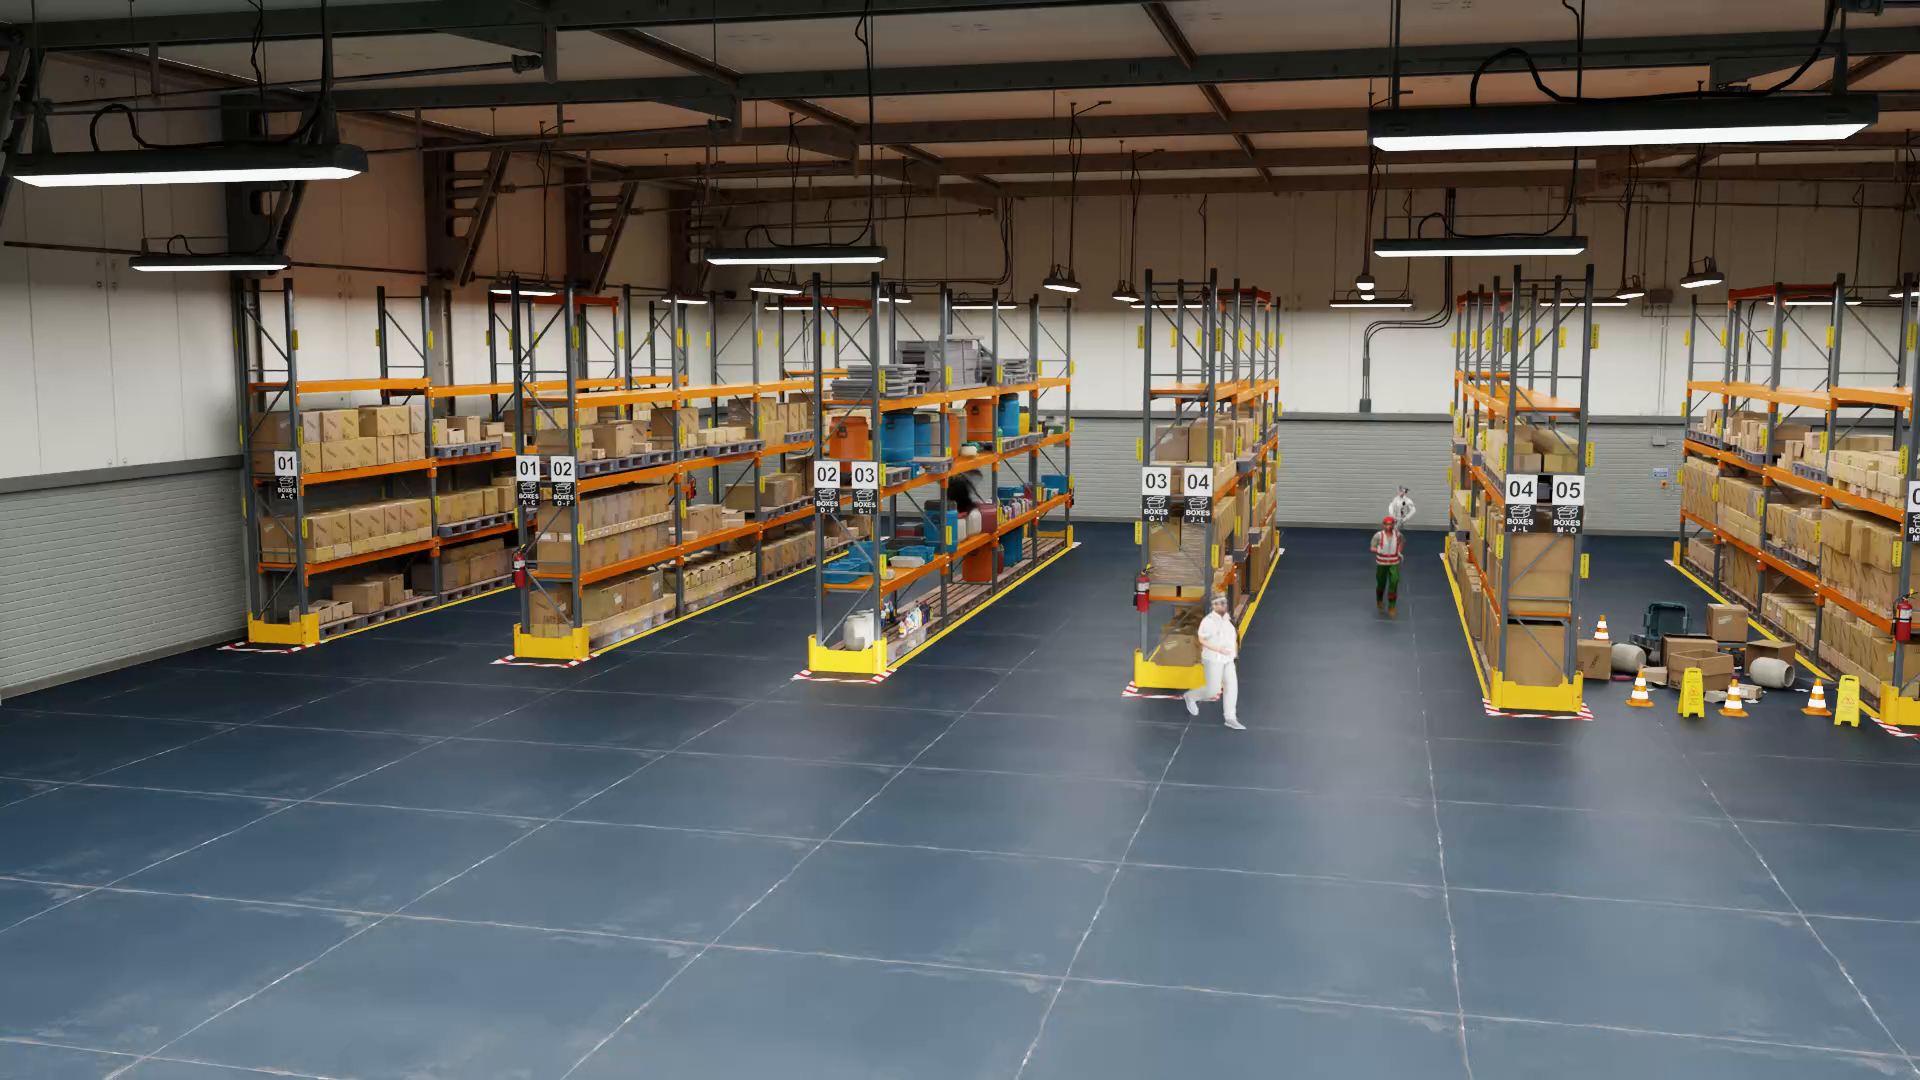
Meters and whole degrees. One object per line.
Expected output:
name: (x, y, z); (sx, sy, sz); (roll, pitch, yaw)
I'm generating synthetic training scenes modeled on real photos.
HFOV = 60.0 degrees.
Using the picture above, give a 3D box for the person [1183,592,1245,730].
person: (3.343, 1.545, 21.618); (0.677, 1.776, 0.909); (-6, 9, -43)

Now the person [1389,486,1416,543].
person: (10.388, -0.484, 39.142); (0.857, 1.610, 0.667); (-5, 9, -38)

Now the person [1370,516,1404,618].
person: (7.809, 0.454, 30.433); (0.607, 1.806, 0.935); (1, 7, 8)
